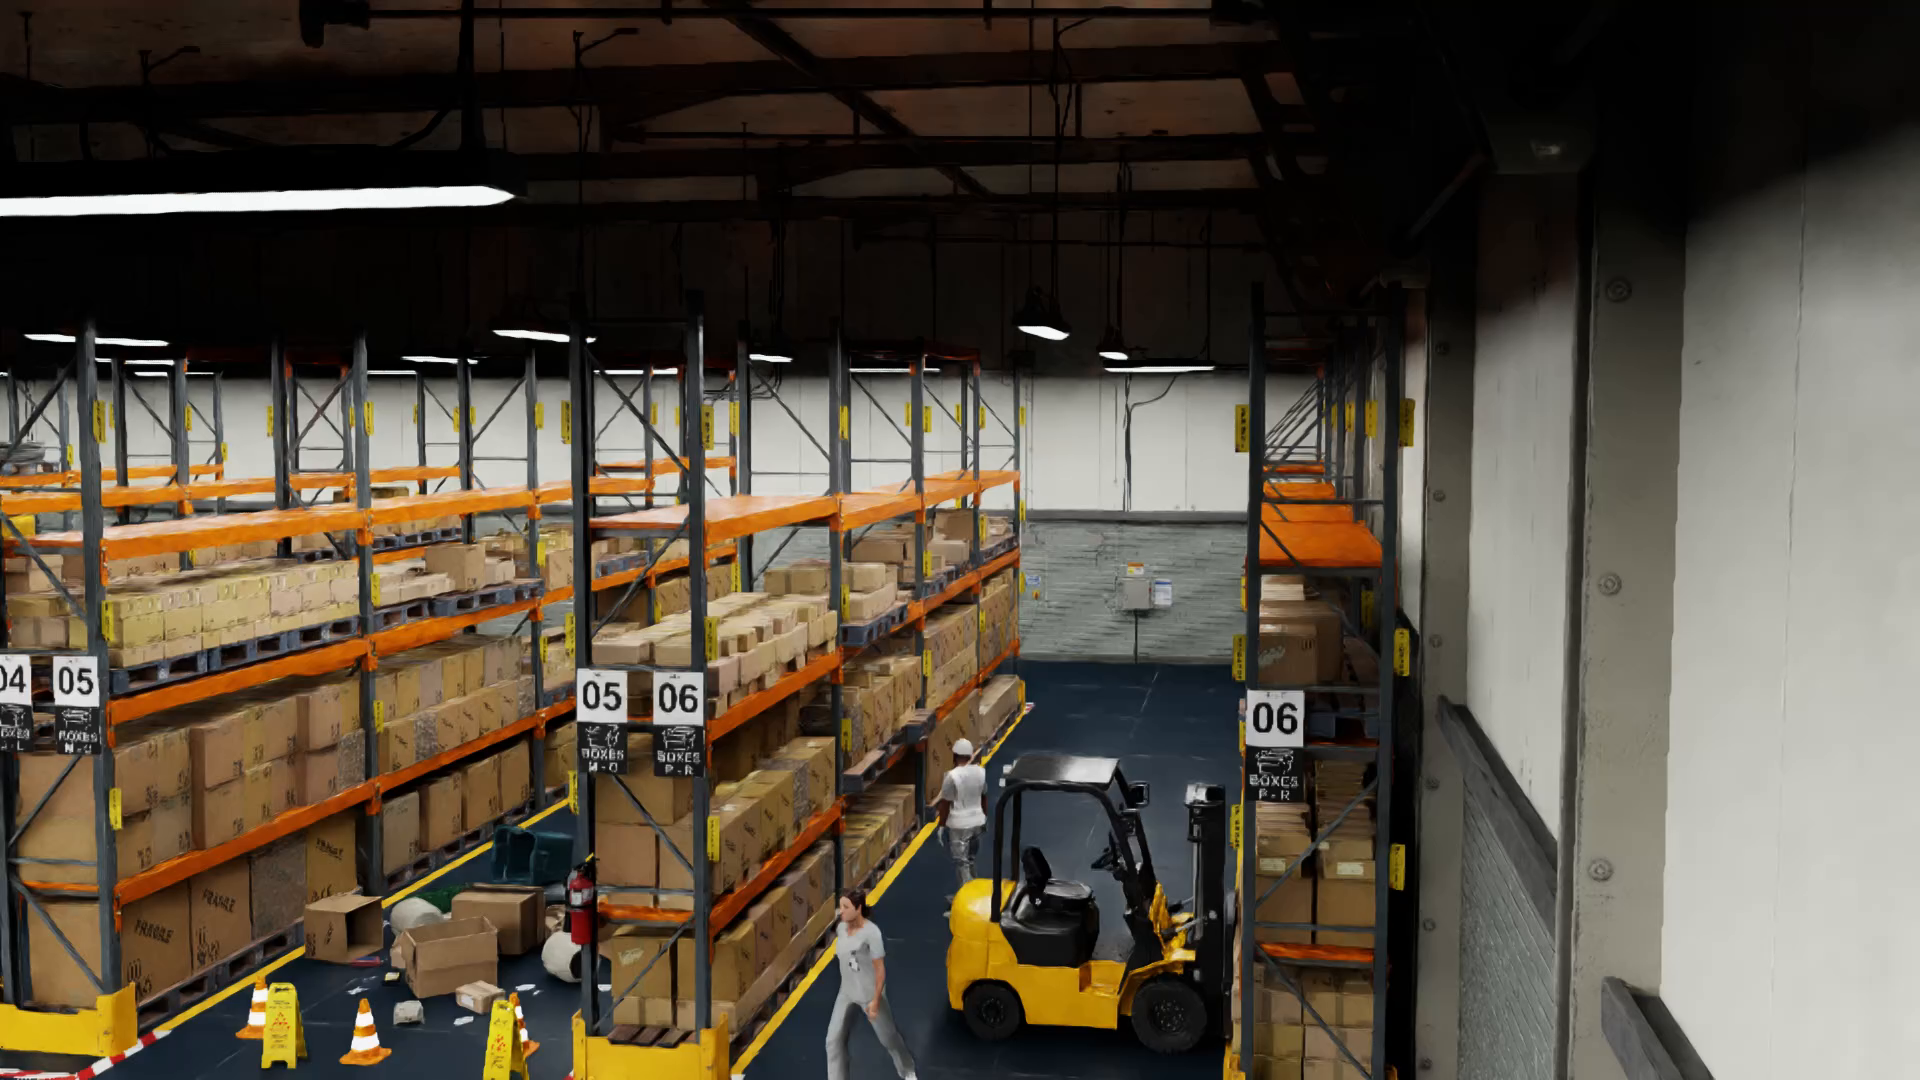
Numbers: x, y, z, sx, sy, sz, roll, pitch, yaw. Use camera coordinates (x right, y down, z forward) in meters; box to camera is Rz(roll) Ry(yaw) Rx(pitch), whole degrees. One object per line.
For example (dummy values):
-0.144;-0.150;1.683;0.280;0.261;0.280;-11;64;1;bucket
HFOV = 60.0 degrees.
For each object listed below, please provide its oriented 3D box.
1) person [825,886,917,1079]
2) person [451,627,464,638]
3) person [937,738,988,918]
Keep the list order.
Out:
-0.683;3.360;12.321;0.516;1.634;0.908;3;6;35;person
-7.825;2.203;26.076;0.603;1.724;1.111;1;5;10;person
0.017;2.896;16.942;0.583;1.782;0.665;4;6;43;person
